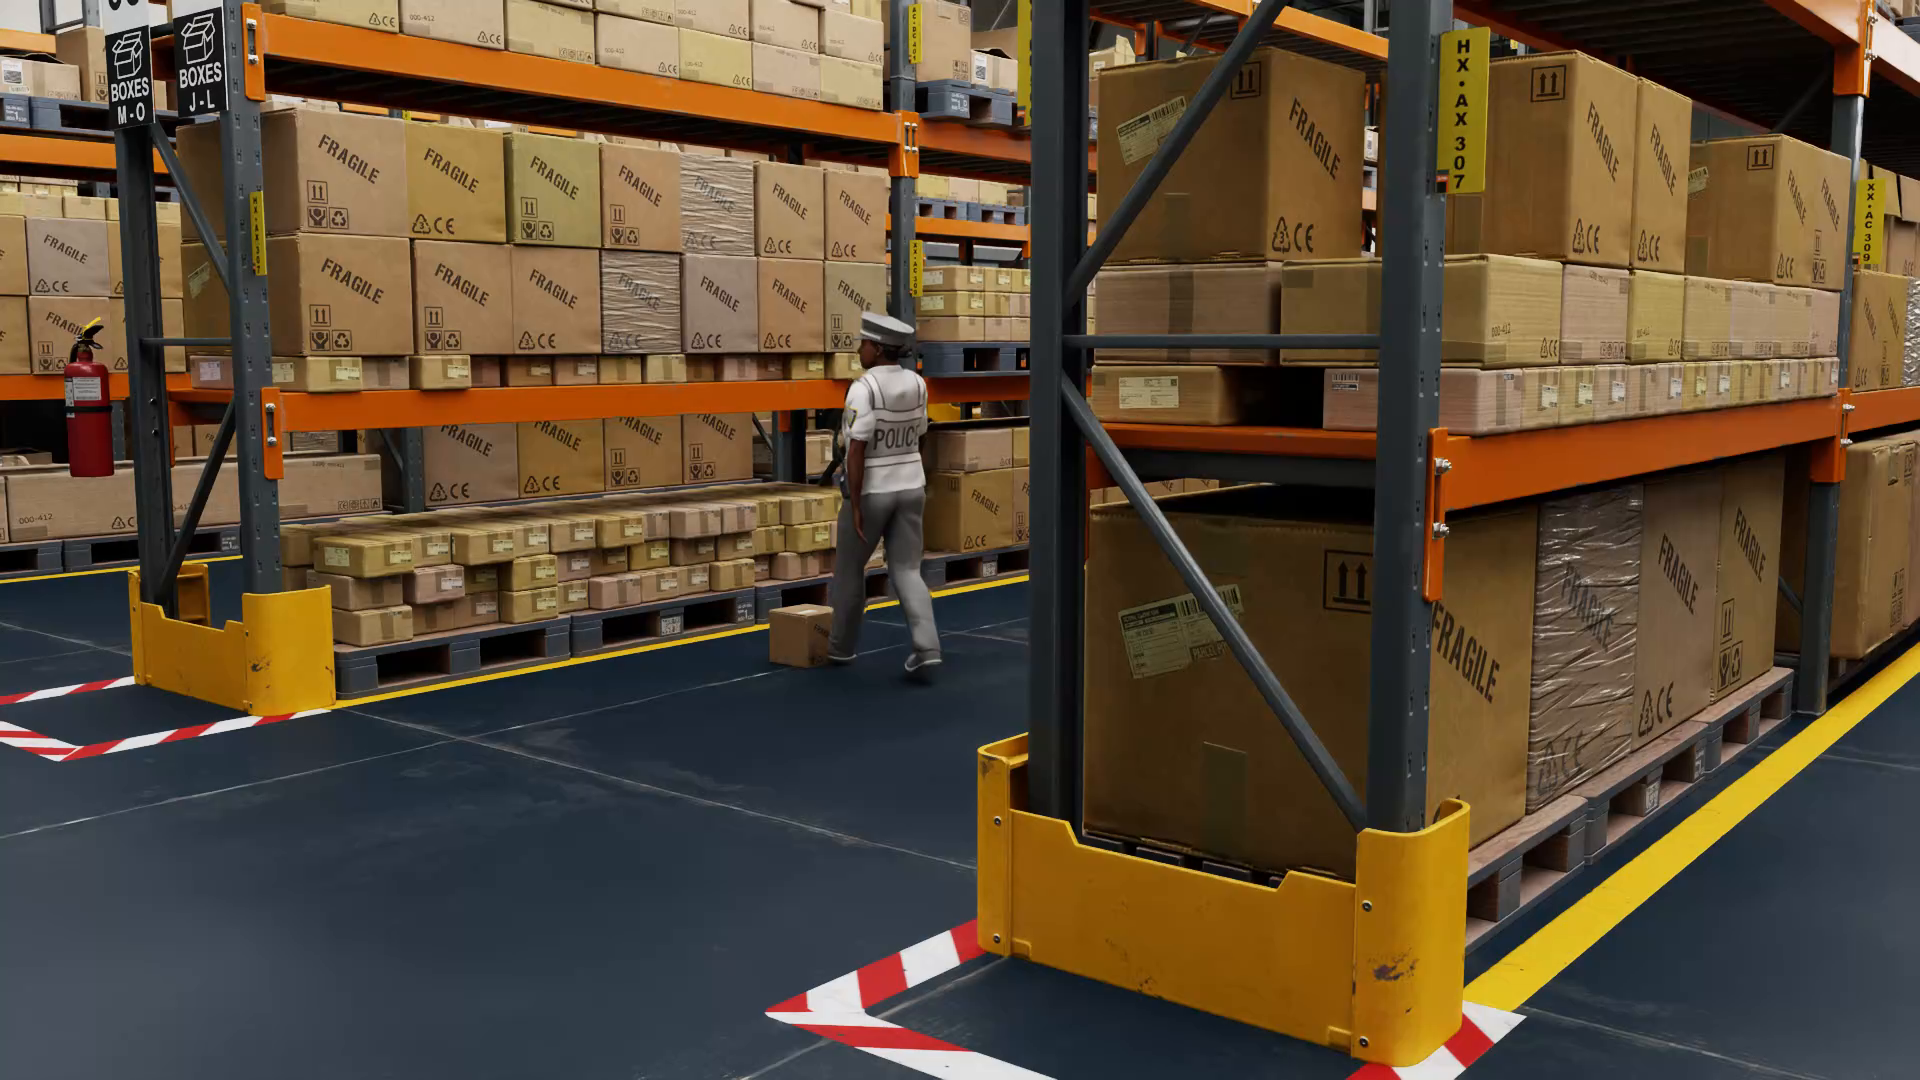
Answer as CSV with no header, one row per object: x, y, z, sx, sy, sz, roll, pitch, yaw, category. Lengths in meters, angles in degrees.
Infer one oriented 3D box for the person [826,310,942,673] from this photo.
-0.386,-0.221,7.567,0.508,1.630,0.923,-5,8,-37,person
